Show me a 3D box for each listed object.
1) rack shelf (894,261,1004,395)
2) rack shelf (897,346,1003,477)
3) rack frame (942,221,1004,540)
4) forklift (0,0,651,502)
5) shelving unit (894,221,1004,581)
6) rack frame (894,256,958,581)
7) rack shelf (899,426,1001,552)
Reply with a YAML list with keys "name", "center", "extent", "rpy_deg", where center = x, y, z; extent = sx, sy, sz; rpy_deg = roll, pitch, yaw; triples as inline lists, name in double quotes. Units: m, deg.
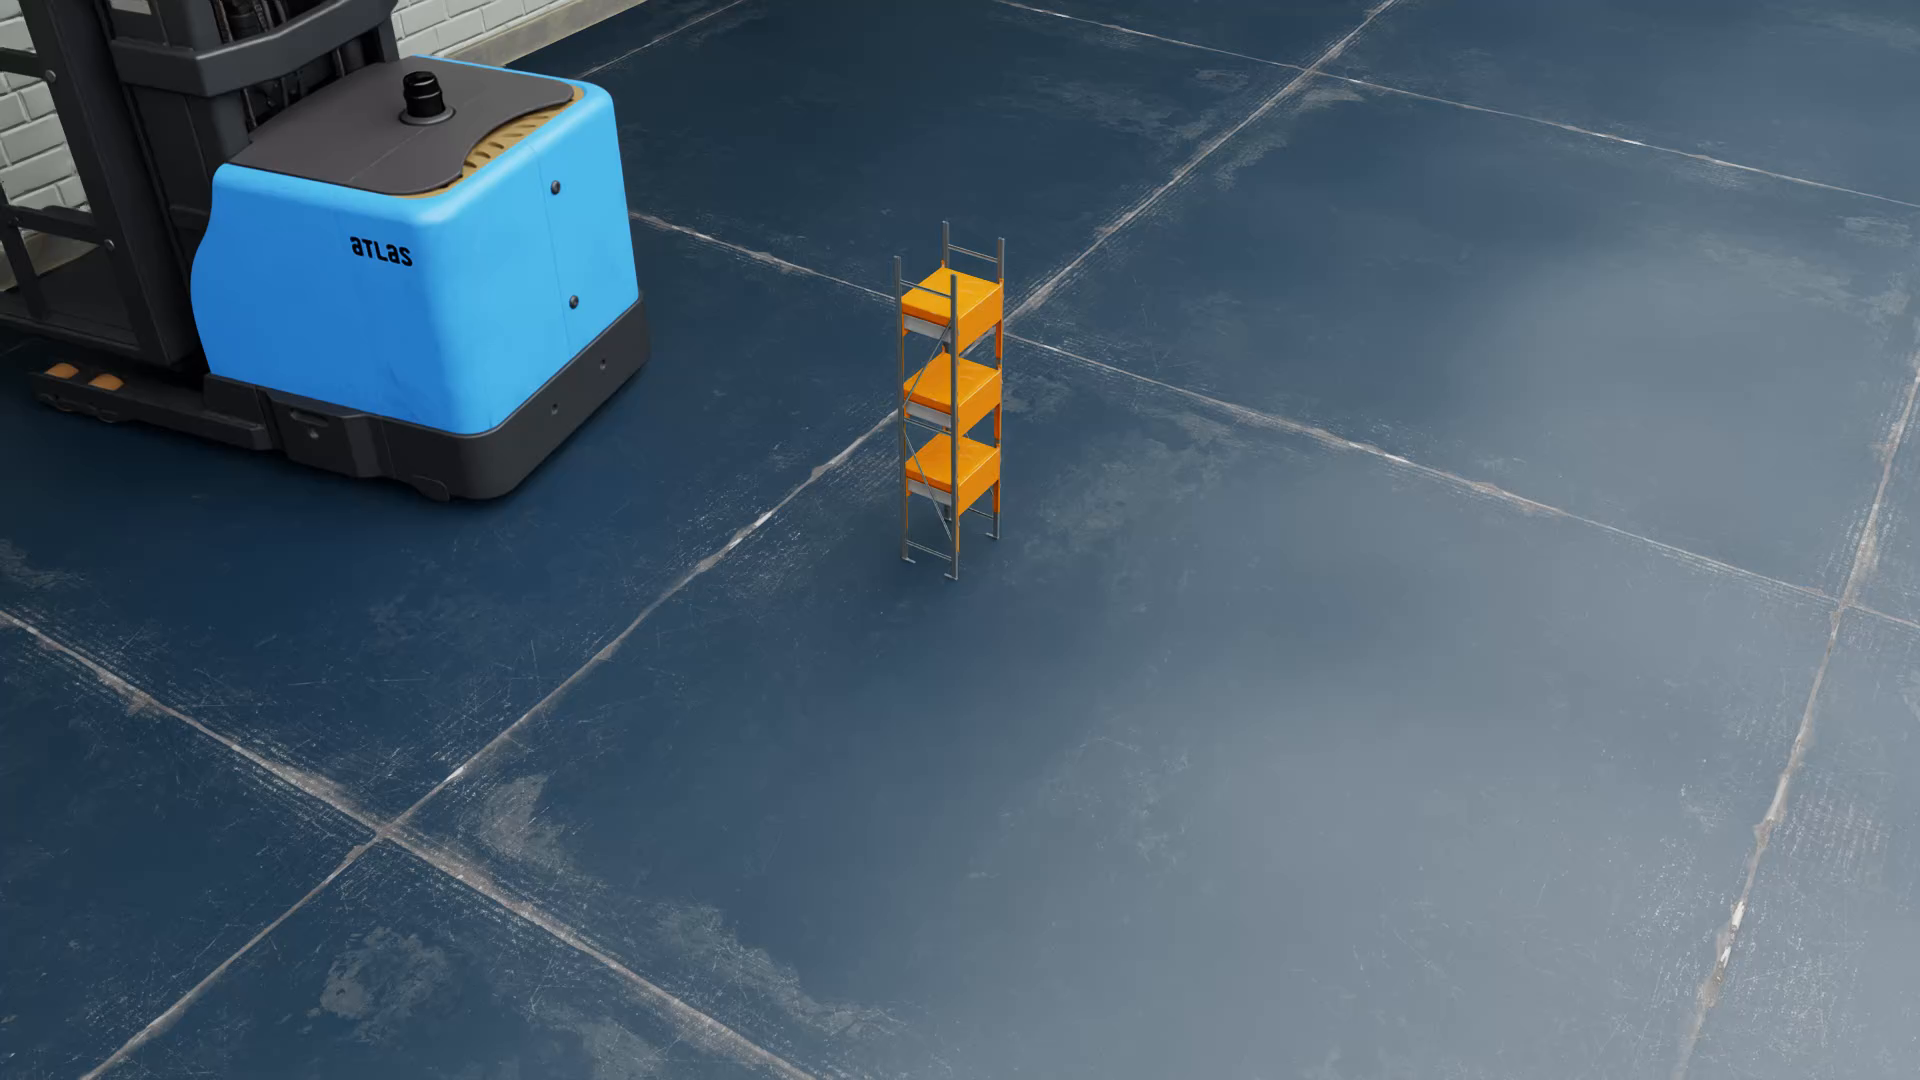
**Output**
- name: "rack shelf"
  center: [-0.029, -0.605, 4.727]
  extent: [0.215, 0.259, 0.240]
  rpy_deg: [21, 42, 25]
- name: "rack shelf"
  center: [-0.029, -0.380, 4.900]
  extent: [0.215, 0.259, 0.240]
  rpy_deg: [21, 42, 25]
- name: "rack frame"
  center: [0.037, -0.451, 4.975]
  extent: [0.200, 1.050, 0.008]
  rpy_deg: [21, 42, 25]
- name: "forklift"
  center: [-2.685, -1.851, 5.251]
  extent: [3.031, 2.935, 1.130]
  rpy_deg: [14, 40, 17]
- name: "shelving unit"
  center: [-0.029, -0.388, 4.894]
  extent: [0.215, 1.050, 0.252]
  rpy_deg: [21, 42, 25]
- name: "rack frame"
  center: [-0.094, -0.325, 4.812]
  extent: [0.200, 1.050, 0.008]
  rpy_deg: [21, 42, 25]
- name: "rack shelf"
  center: [-0.029, -0.160, 5.070]
  extent: [0.215, 0.259, 0.240]
  rpy_deg: [21, 42, 25]
